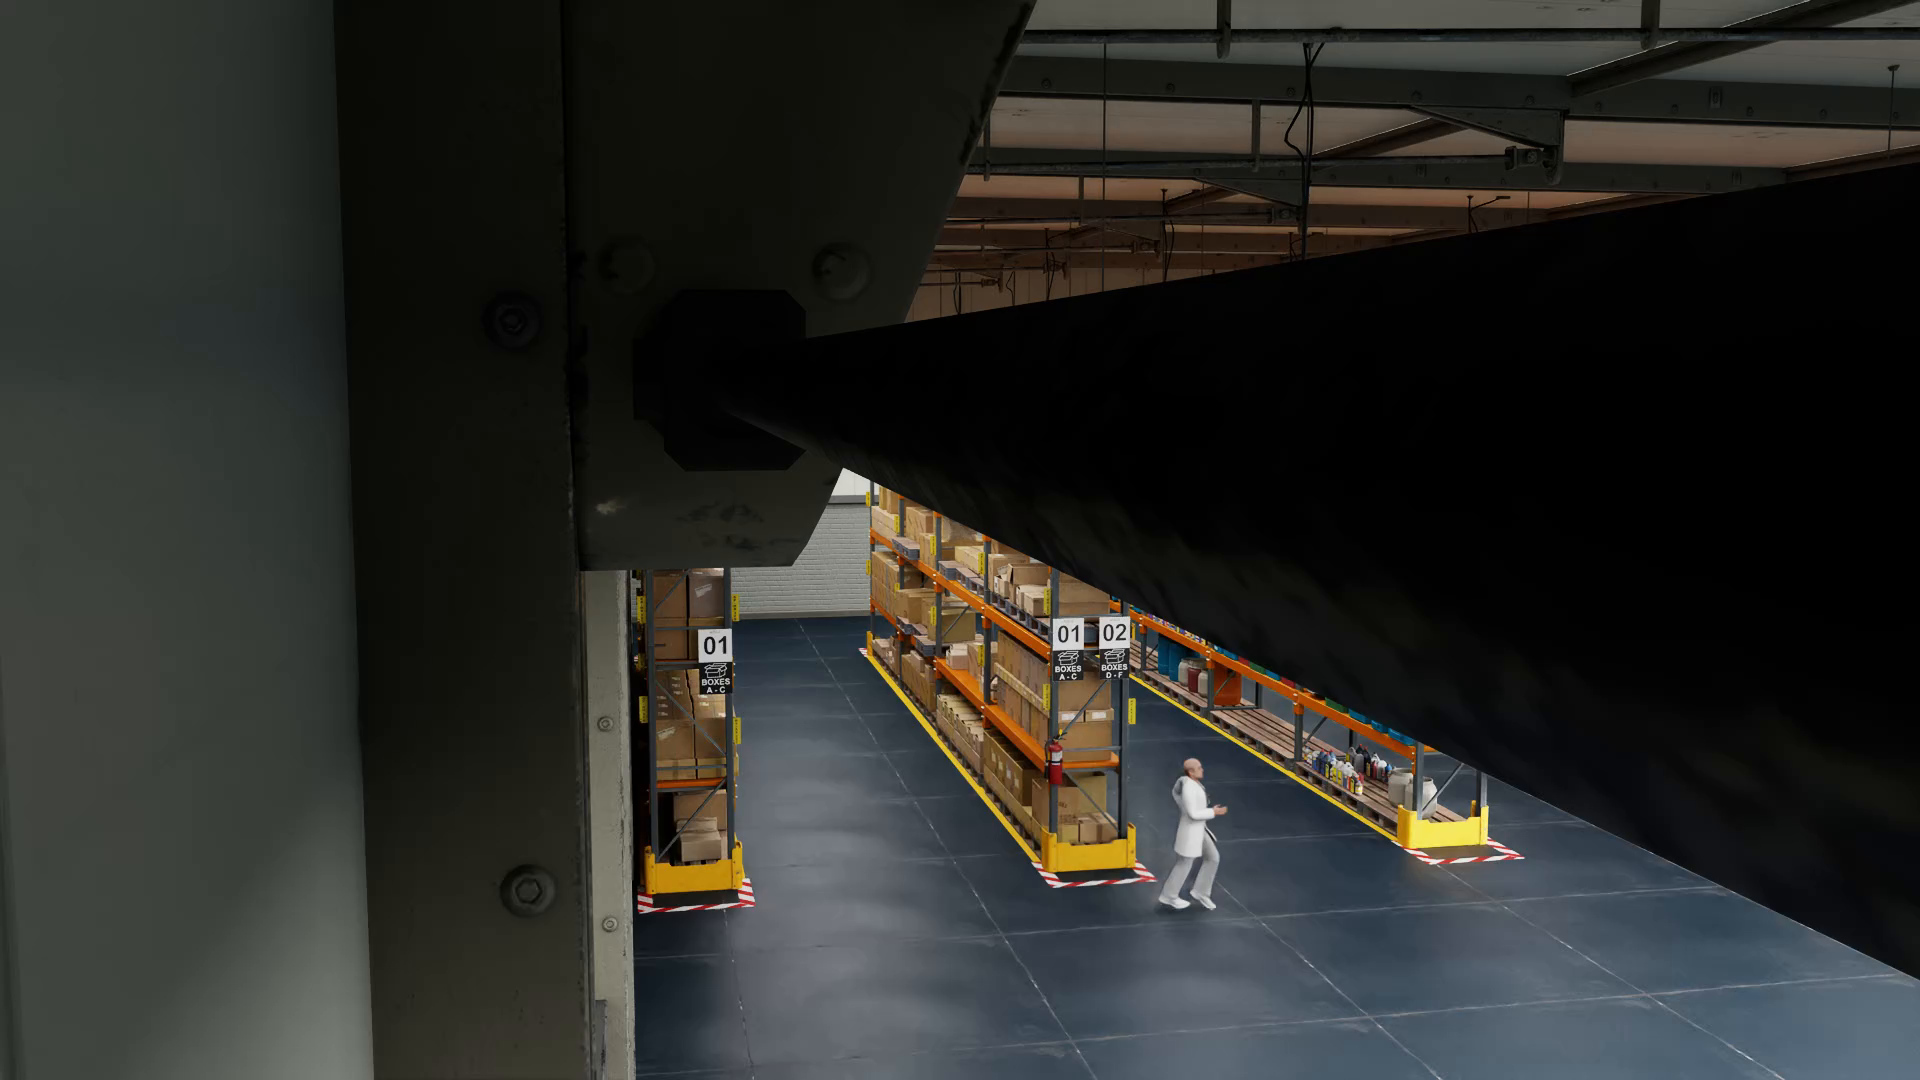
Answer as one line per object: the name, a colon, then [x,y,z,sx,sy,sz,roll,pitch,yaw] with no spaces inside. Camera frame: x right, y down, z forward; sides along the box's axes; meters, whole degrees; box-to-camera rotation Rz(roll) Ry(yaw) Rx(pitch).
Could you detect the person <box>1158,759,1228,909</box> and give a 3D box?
person: [2.714,3.438,19.328,0.794,1.830,0.713,2,6,18]
